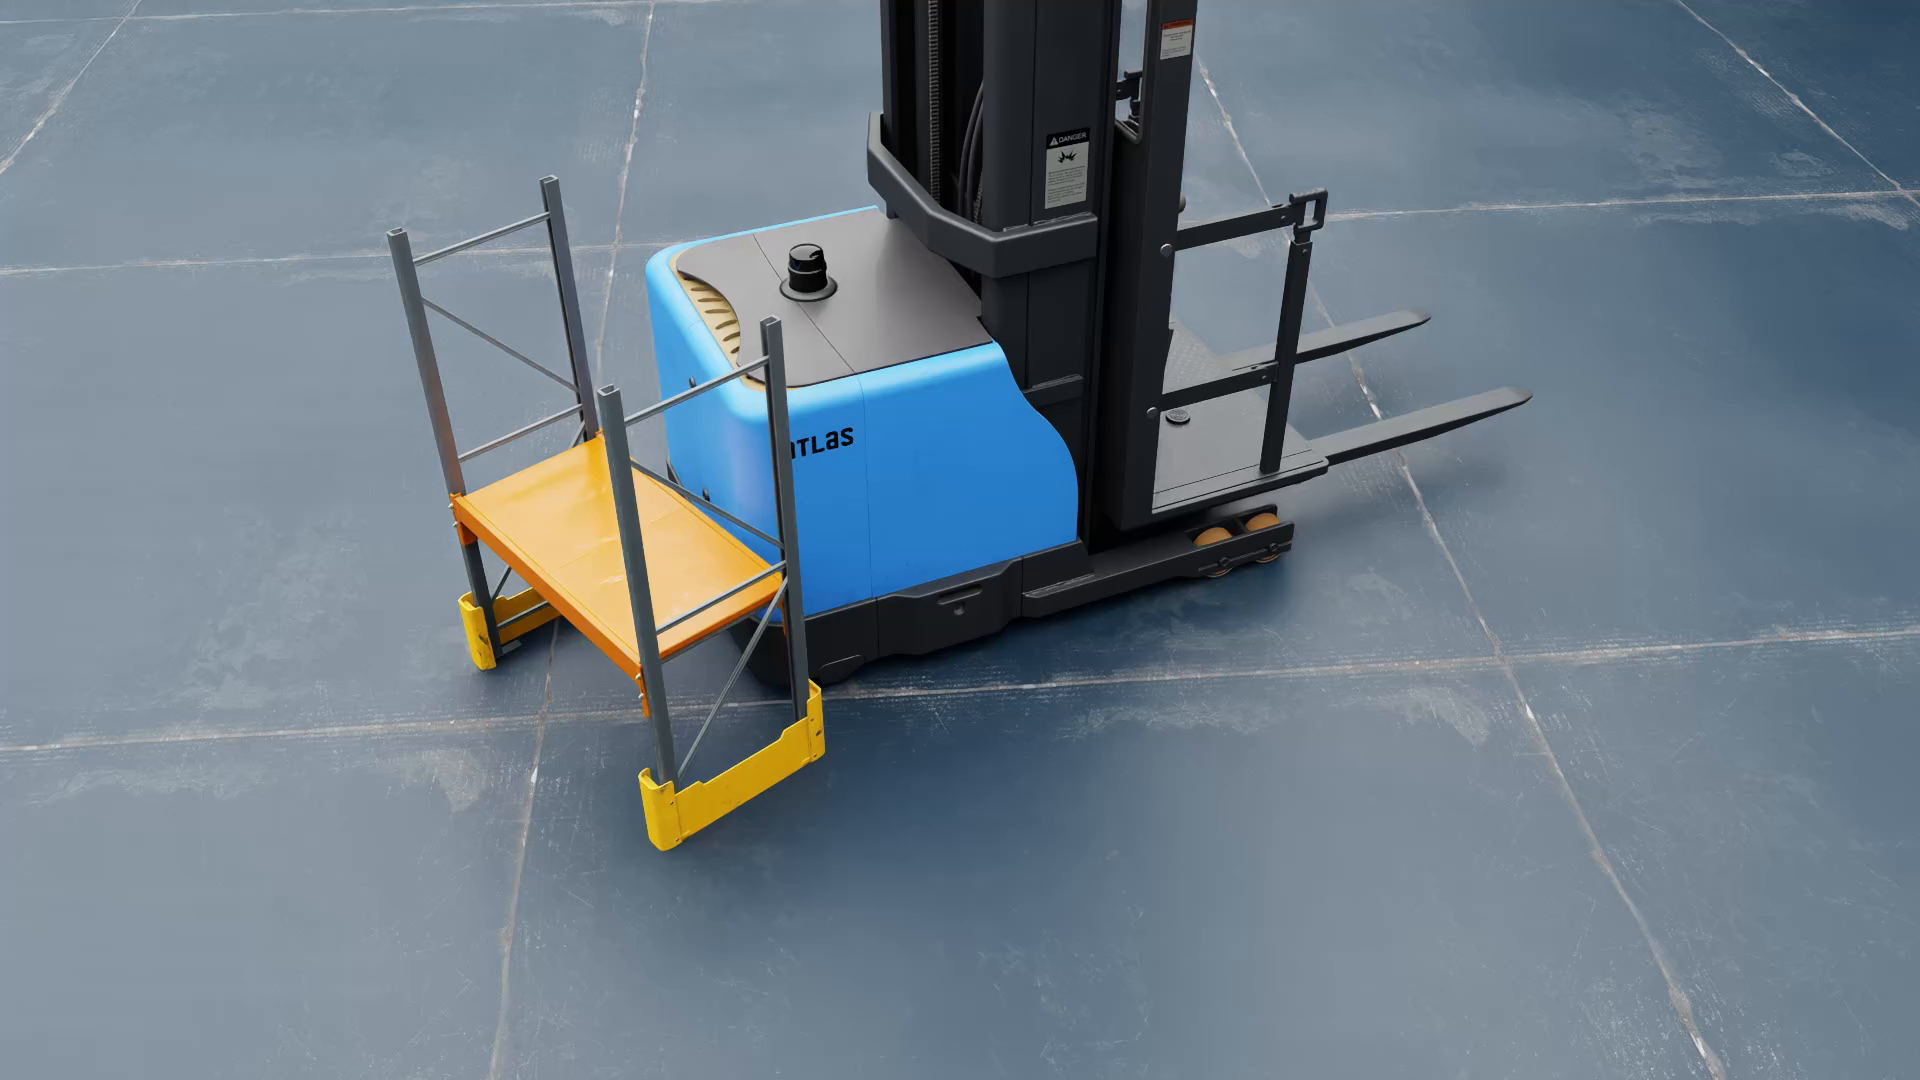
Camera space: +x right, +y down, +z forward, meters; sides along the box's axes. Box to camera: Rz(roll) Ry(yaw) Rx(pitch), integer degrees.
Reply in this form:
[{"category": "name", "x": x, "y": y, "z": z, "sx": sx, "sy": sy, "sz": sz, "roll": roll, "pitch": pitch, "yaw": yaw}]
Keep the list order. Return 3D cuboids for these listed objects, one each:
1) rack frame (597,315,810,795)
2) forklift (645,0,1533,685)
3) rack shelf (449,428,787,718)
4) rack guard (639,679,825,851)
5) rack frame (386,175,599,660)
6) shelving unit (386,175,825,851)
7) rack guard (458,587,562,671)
[{"category": "rack frame", "x": -0.626, "y": 0.154, "z": 4.344, "sx": 0.500, "sy": 1.500, "sz": 0.032, "roll": -29, "pitch": 47, "yaw": -32}, {"category": "forklift", "x": 0.572, "y": -1.309, "z": 5.043, "sx": 3.031, "sy": 2.935, "sz": 1.130, "roll": -15, "pitch": 41, "yaw": -19}, {"category": "rack shelf", "x": -0.966, "y": 0.061, "z": 4.752, "sx": 0.538, "sy": 0.185, "sz": 1.000, "roll": -29, "pitch": 47, "yaw": -32}, {"category": "rack guard", "x": -0.639, "y": 0.636, "z": 4.742, "sx": 0.587, "sy": 0.250, "sz": 0.087, "roll": -29, "pitch": 47, "yaw": -32}, {"category": "rack frame", "x": -1.306, "y": -0.314, "z": 4.937, "sx": 0.500, "sy": 1.500, "sz": 0.032, "roll": -29, "pitch": 47, "yaw": -32}, {"category": "shelving unit", "x": -0.972, "y": -0.084, "z": 4.646, "sx": 0.587, "sy": 1.500, "sz": 1.083, "roll": -29, "pitch": 47, "yaw": -32}, {"category": "rack guard", "x": -1.305, "y": 0.177, "z": 5.323, "sx": 0.587, "sy": 0.250, "sz": 0.087, "roll": -29, "pitch": 47, "yaw": -32}]
